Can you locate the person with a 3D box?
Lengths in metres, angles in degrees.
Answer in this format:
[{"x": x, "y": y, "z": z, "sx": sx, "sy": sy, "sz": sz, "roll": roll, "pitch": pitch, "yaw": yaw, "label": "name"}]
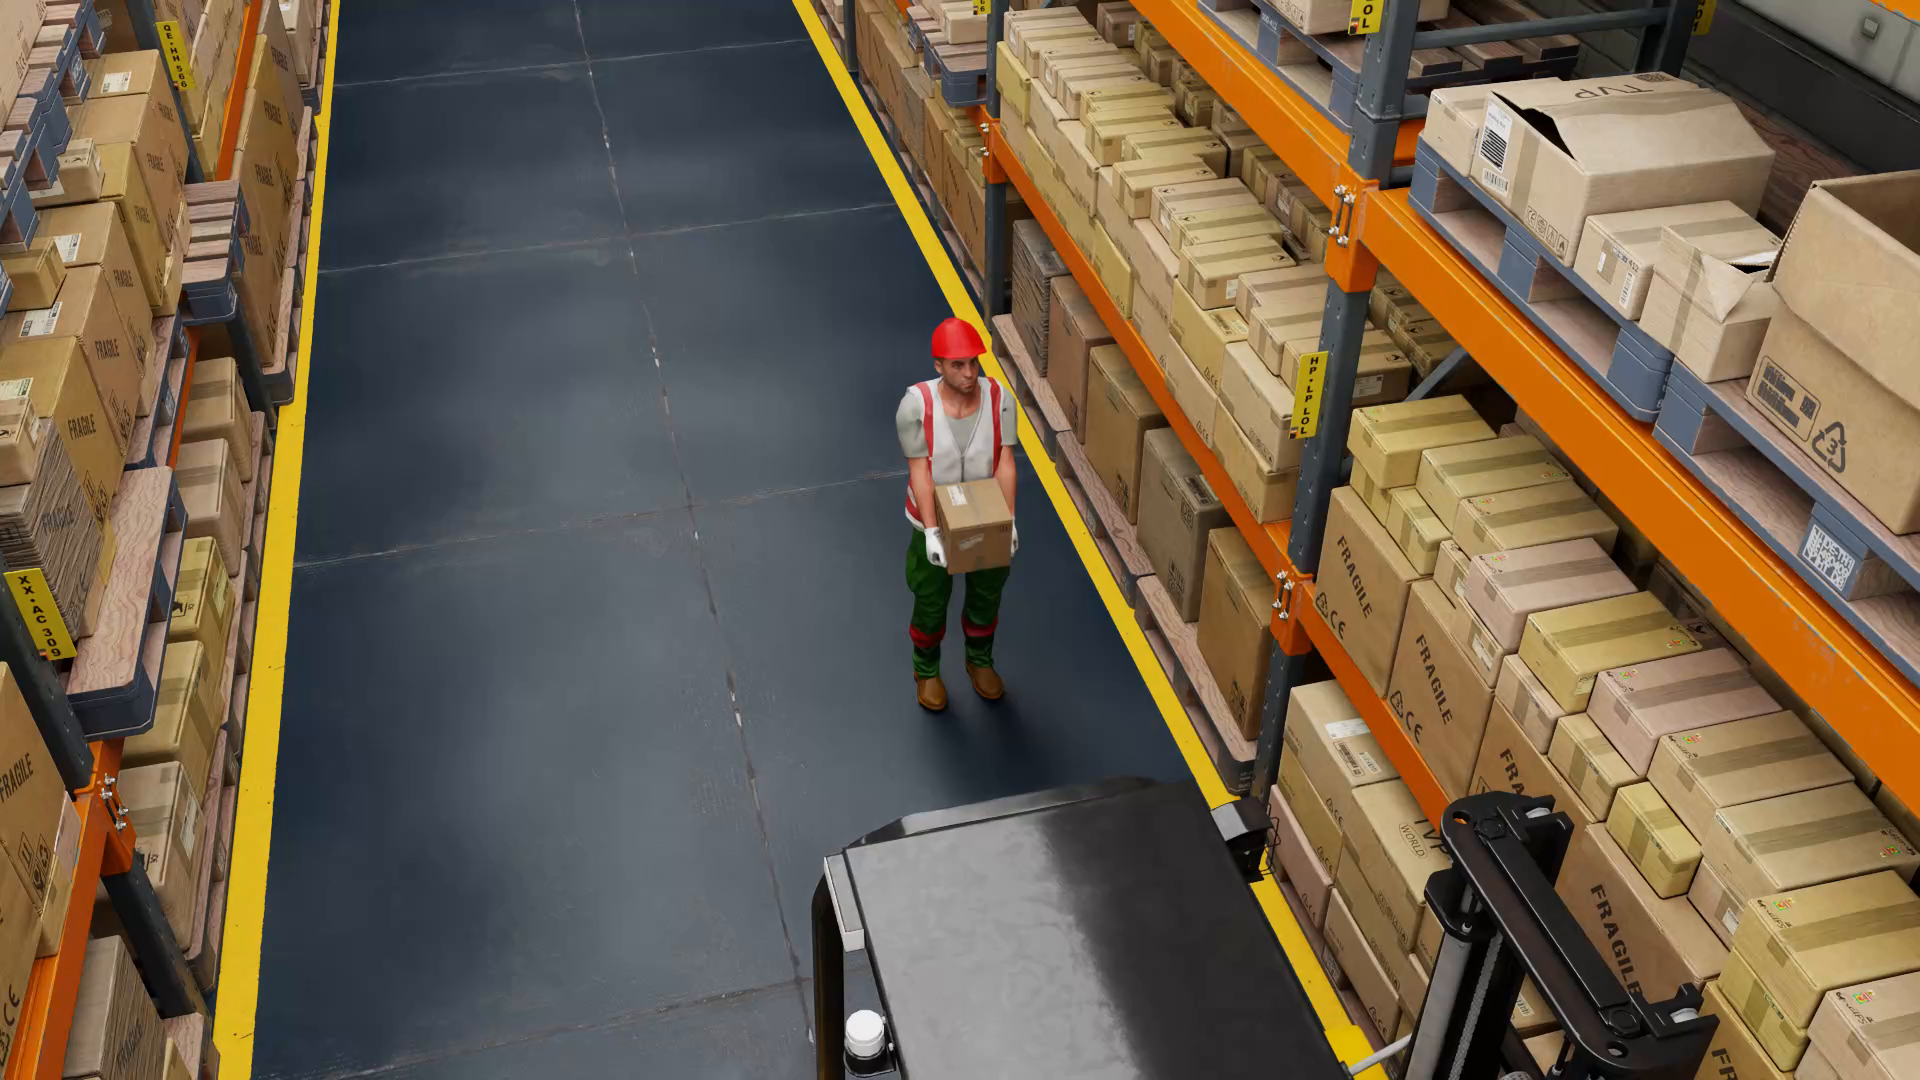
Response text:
[{"x": 0.021, "y": -0.031, "z": 6.740, "sx": 0.494, "sy": 1.782, "sz": 0.561, "roll": -9, "pitch": 39, "yaw": -11, "label": "person"}]
